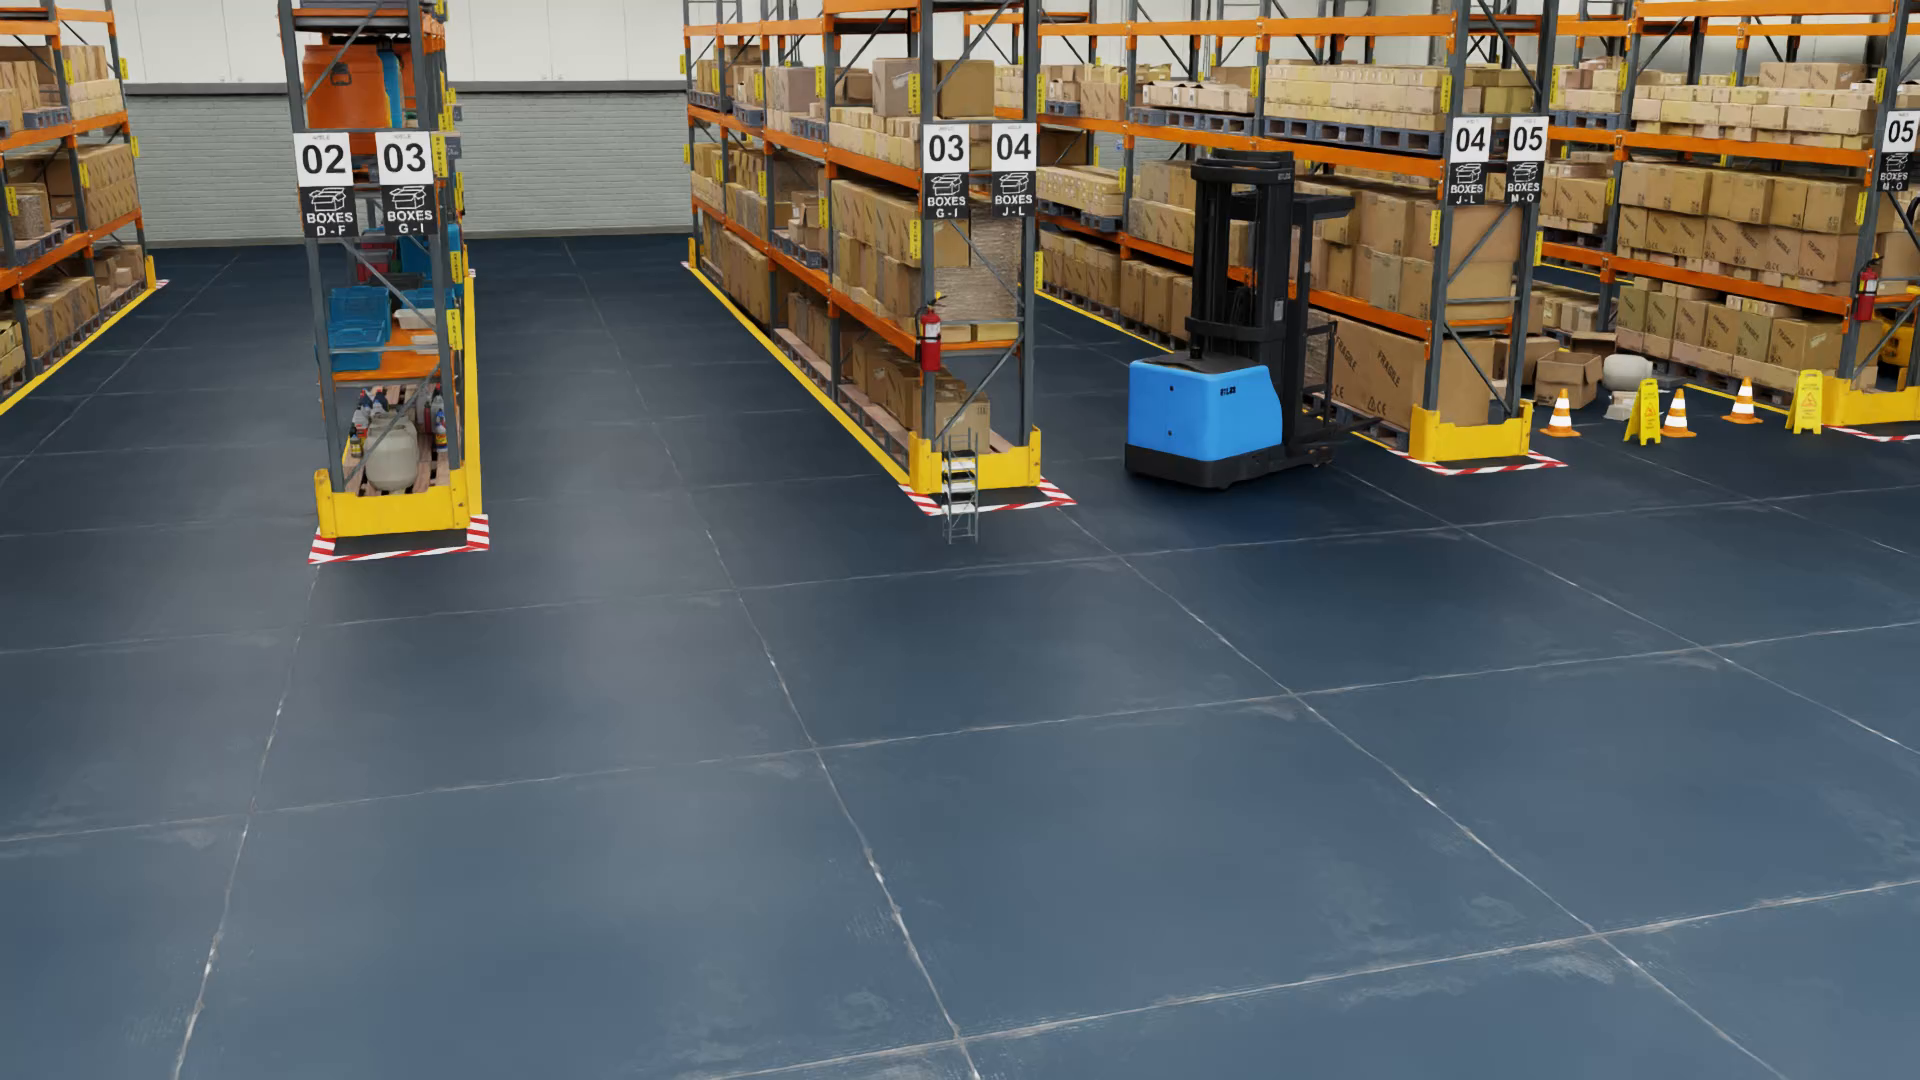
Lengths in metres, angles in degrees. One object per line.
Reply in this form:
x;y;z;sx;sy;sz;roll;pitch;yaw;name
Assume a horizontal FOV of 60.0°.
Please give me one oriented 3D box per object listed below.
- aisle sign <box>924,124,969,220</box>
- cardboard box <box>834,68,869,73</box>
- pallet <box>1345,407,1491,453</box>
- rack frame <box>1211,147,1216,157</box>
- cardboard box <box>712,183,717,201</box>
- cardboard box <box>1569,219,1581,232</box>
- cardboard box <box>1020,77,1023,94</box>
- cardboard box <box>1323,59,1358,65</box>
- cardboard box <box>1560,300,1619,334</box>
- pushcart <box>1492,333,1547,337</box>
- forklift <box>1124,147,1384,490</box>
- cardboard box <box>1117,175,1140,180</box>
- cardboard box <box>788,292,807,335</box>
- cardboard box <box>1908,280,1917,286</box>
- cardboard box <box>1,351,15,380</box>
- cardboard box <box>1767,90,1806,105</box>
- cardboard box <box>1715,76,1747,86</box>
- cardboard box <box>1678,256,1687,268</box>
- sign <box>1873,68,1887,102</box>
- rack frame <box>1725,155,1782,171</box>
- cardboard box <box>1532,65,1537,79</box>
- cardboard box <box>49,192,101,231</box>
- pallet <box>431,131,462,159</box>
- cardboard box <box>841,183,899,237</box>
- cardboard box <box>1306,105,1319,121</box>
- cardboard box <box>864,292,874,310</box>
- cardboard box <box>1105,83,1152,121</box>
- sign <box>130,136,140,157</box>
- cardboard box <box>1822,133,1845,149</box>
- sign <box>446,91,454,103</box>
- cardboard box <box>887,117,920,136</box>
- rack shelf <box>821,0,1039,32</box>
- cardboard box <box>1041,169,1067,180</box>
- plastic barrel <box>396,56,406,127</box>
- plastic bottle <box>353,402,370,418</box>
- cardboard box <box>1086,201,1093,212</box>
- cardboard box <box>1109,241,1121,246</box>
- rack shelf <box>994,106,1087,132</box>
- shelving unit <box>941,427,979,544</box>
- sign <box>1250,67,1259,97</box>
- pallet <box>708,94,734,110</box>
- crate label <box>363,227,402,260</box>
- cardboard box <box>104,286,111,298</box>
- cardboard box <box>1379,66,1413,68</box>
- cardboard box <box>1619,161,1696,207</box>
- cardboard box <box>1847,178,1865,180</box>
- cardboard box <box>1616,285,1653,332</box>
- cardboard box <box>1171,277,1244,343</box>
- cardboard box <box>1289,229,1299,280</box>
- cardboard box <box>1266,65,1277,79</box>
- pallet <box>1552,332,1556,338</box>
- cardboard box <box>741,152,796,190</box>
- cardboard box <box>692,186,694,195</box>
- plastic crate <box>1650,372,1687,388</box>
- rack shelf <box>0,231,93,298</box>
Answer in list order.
-0.114;-3.117;14.098;0.394;0.787;0.004;-5;17;-15;aisle sign
-1.397;-5.459;20.154;0.500;0.500;0.500;-4;17;-14;cardboard box
4.659;-1.157;16.937;1.003;0.211;1.213;-5;17;-15;pallet
5.288;-7.123;31.949;1.000;3.000;0.127;-5;17;-15;rack frame
-3.659;-5.548;26.450;0.500;0.250;0.500;-4;17;-14;cardboard box
8.124;-4.079;21.524;0.380;0.149;0.250;-5;17;-17;cardboard box
1.285;-7.309;26.746;0.500;0.250;0.500;-6;18;-18;cardboard box
6.428;-7.929;28.342;0.500;0.500;0.500;-4;17;-14;cardboard box
8.440;-2.891;21.699;0.950;0.372;0.625;-4;17;-15;cardboard box
6.408;-2.353;20.630;1.648;0.377;0.936;-12;20;-34;pushcart
2.948;-2.192;15.653;3.031;2.935;1.130;-15;22;-41;forklift
2.527;-5.290;24.520;0.380;0.149;0.250;-4;17;-13;cardboard box
-1.838;-2.956;21.659;0.700;0.500;0.500;-6;18;-18;cardboard box
13.204;-3.404;22.968;0.875;0.625;0.625;-4;17;-13;cardboard box
-11.043;-1.960;18.812;0.500;0.250;0.500;-5;17;-16;cardboard box
9.060;-4.826;18.139;0.380;0.149;0.250;-5;17;-17;cardboard box
11.880;-7.073;25.621;0.380;0.149;0.250;-4;17;-13;cardboard box
8.724;-3.291;19.631;0.380;0.149;0.250;-5;17;-16;cardboard box
9.146;-4.519;16.529;0.100;0.325;0.005;-5;17;-15;sign
12.259;-5.303;25.893;1.000;3.000;0.127;-5;17;-15;rack frame
10.641;-8.416;29.918;0.500;0.250;0.500;-5;17;-16;cardboard box
-12.545;-4.661;23.580;0.500;0.500;0.500;-4;17;-14;cardboard box
-5.412;-3.782;15.944;1.213;0.211;1.003;-5;17;-15;pallet
-0.924;-3.406;17.149;0.500;0.500;0.500;-5;17;-15;cardboard box
3.909;-4.540;17.672;0.380;0.149;0.250;-5;17;-16;cardboard box
-0.747;-2.402;16.672;0.380;0.149;0.250;-5;17;-15;cardboard box
2.354;-6.113;23.200;0.500;0.500;0.500;-5;17;-15;cardboard box
-13.227;-6.301;26.653;0.100;0.325;0.005;-5;17;-15;sign
9.219;-4.156;17.296;0.380;0.149;0.250;-5;17;-15;cardboard box
-7.374;-6.325;24.064;0.100;0.325;0.005;-5;17;-15;sign
-0.450;-3.737;15.032;0.380;0.149;0.250;-5;17;-15;cardboard box
-0.393;-4.994;15.690;1.077;0.370;4.000;-5;17;-15;rack shelf
1.472;-5.669;25.785;0.380;0.149;0.250;-5;17;-15;cardboard box
-6.787;-5.167;19.354;0.600;0.901;0.600;0;17;0;plastic barrel
-5.713;-1.144;15.887;0.144;0.351;0.185;-5;17;-16;plastic bottle
2.040;-4.811;23.962;0.380;0.149;0.250;-4;17;-14;cardboard box
2.536;-4.341;25.003;0.500;0.250;0.500;-5;17;-15;cardboard box
1.106;-7.242;28.384;1.077;0.370;4.000;-5;17;-15;rack shelf
-0.002;-0.433;13.330;0.258;0.900;0.210;-5;17;-15;shelving unit
3.336;-5.173;18.800;0.100;0.325;0.005;-5;17;-15;sign
-3.355;-6.854;25.995;1.003;0.211;1.213;-5;17;-15;pallet
-6.791;-3.455;19.680;0.502;0.435;0.616;-5;17;-15;crate label
-12.821;-3.676;24.636;0.380;0.166;0.250;-5;17;-15;cardboard box
4.608;-4.906;17.503;0.380;0.149;0.250;-5;17;-16;cardboard box
8.499;-4.334;20.236;0.700;0.500;0.500;-5;17;-16;cardboard box
12.983;-5.165;24.130;0.380;0.149;0.250;-4;17;-14;cardboard box
8.489;-2.862;20.512;0.500;0.500;0.500;-4;17;-13;cardboard box
3.336;-2.939;21.204;1.050;0.750;0.750;-5;17;-15;cardboard box
4.140;-3.204;18.645;0.875;0.550;0.550;-5;17;-15;cardboard box
3.628;-5.204;18.494;0.380;0.149;0.250;-5;17;-15;cardboard box
8.032;-3.021;23.142;1.003;0.211;1.213;-5;17;-15;pallet
-2.780;-5.394;24.278;0.797;0.503;0.637;-5;17;-15;cardboard box
-4.460;-6.094;28.964;0.380;0.149;0.250;-4;17;-15;cardboard box
8.229;-1.906;19.658;0.402;0.080;0.583;-12;20;-34;plastic crate
-12.117;-3.553;21.316;1.077;0.370;4.000;-5;17;-15;rack shelf
